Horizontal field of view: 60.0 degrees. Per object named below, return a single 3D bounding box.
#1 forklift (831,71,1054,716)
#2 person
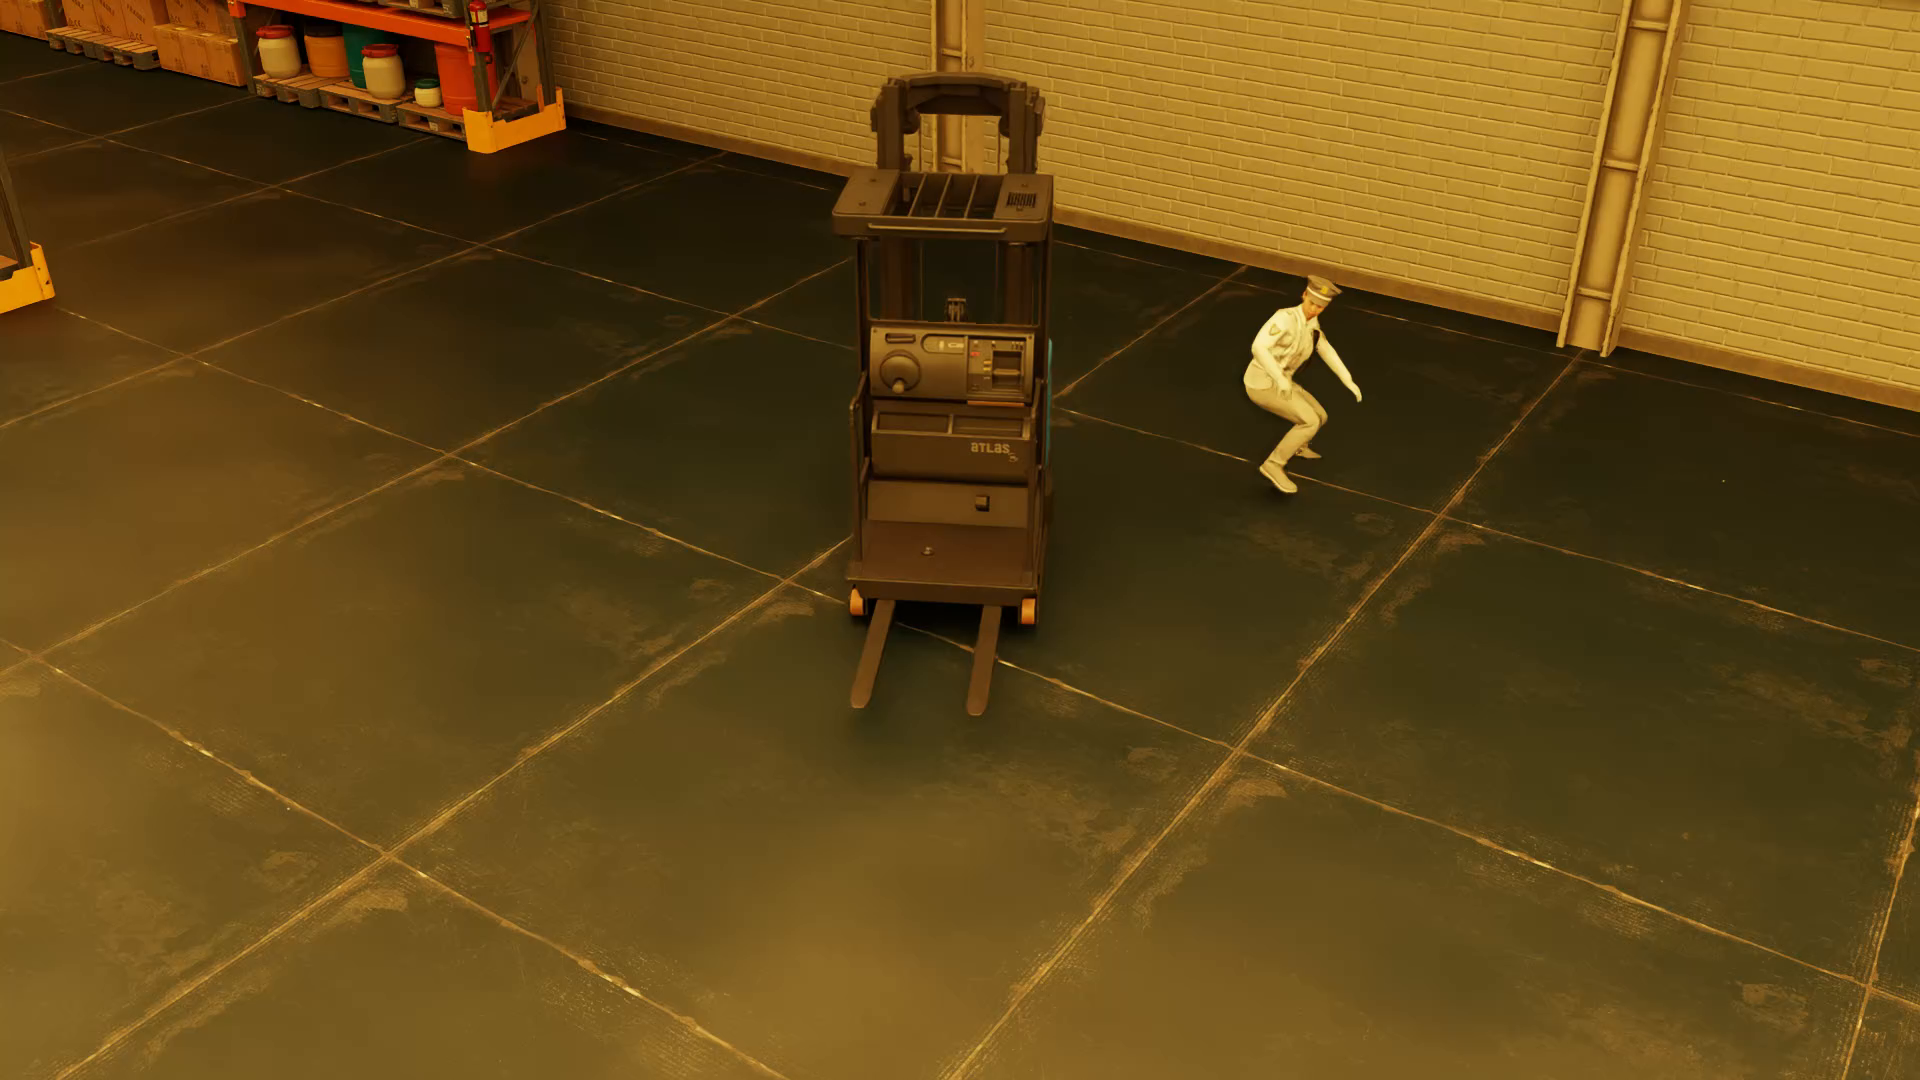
[{"bbox_3d":[-0.067,-0.950,9.217,1.130,2.935,3.031,3,30,5],"label":"forklift"},{"bbox_3d":[2.229,-1.032,10.909,0.655,1.469,0.839,18,35,28],"label":"person"}]
